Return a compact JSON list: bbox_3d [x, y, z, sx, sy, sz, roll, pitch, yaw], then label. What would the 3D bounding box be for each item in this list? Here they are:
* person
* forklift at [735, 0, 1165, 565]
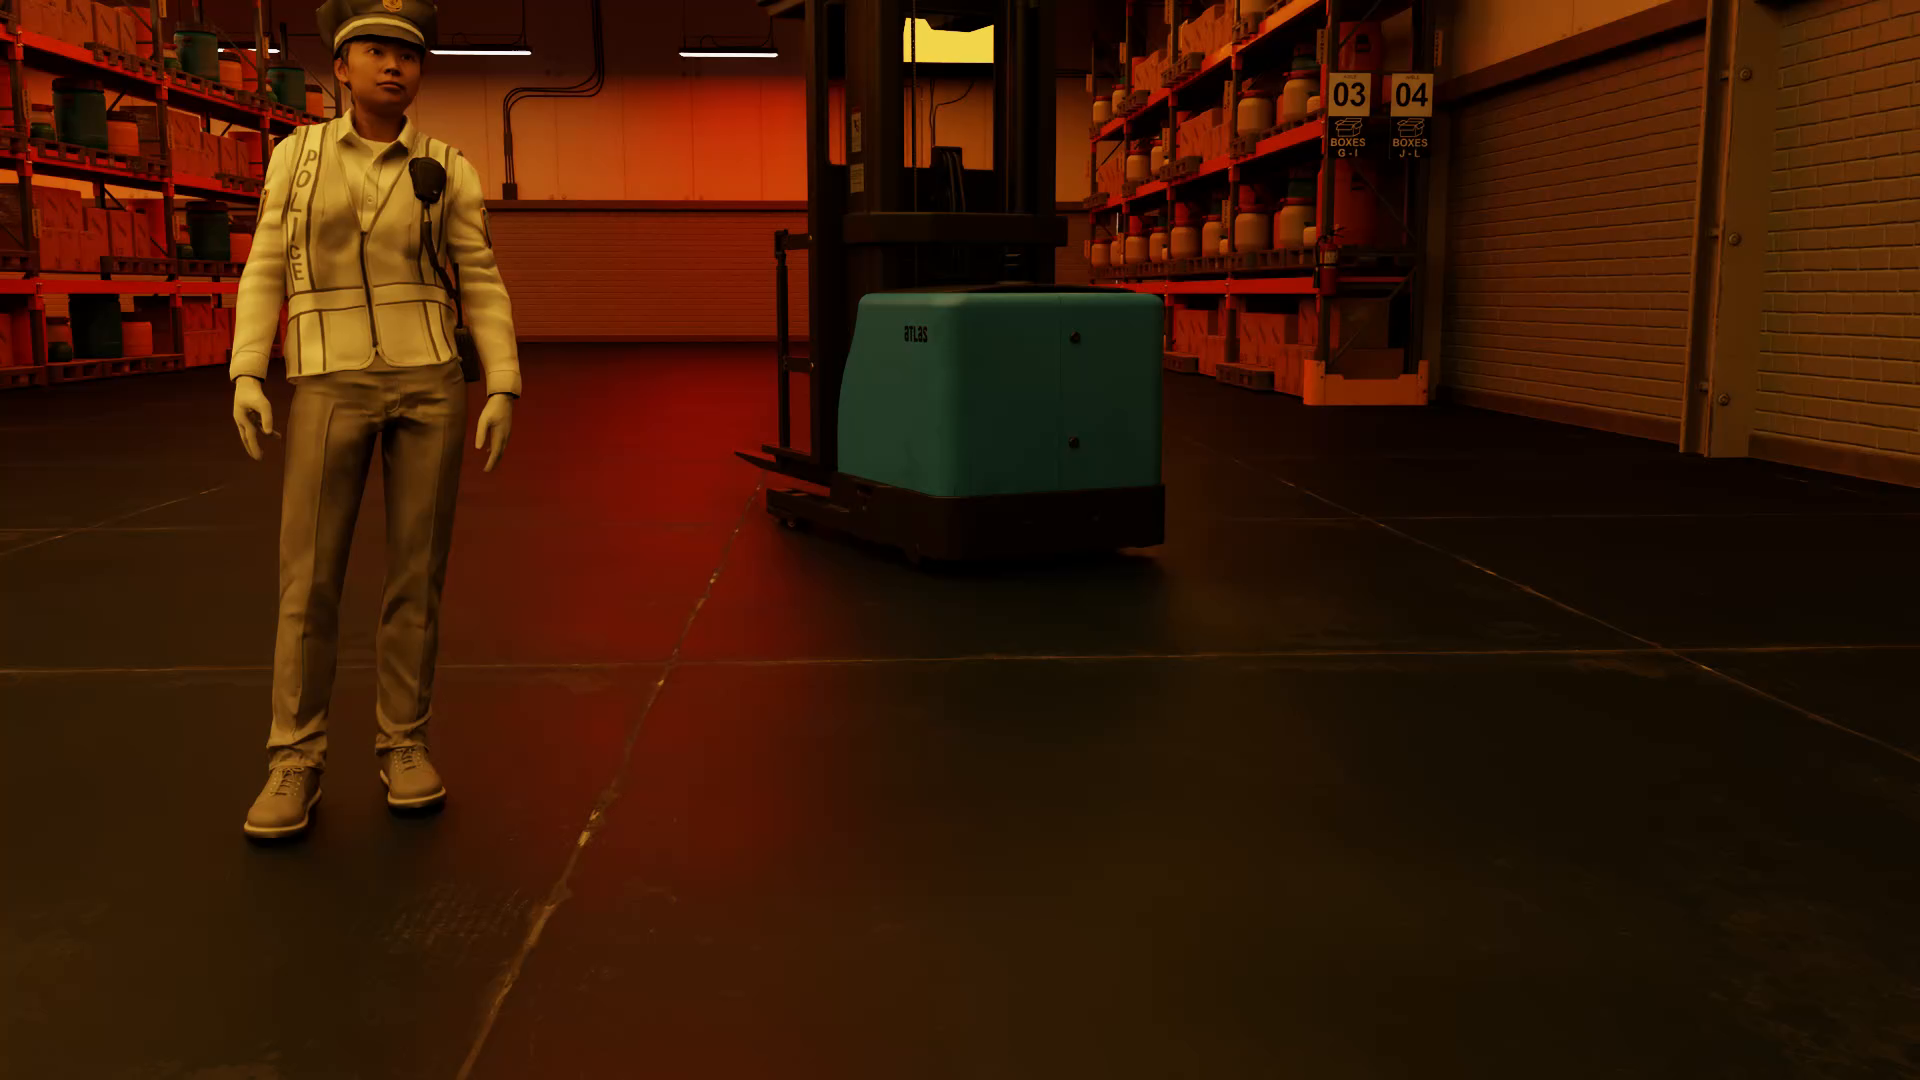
[{"bbox_3d":[-1.207,-0.291,3.451,0.587,1.694,0.531,-3,9,-19],"label":"person"},{"bbox_3d":[-0.264,-1.530,7.637,1.130,2.935,3.031,-4,9,-25],"label":"forklift"}]
